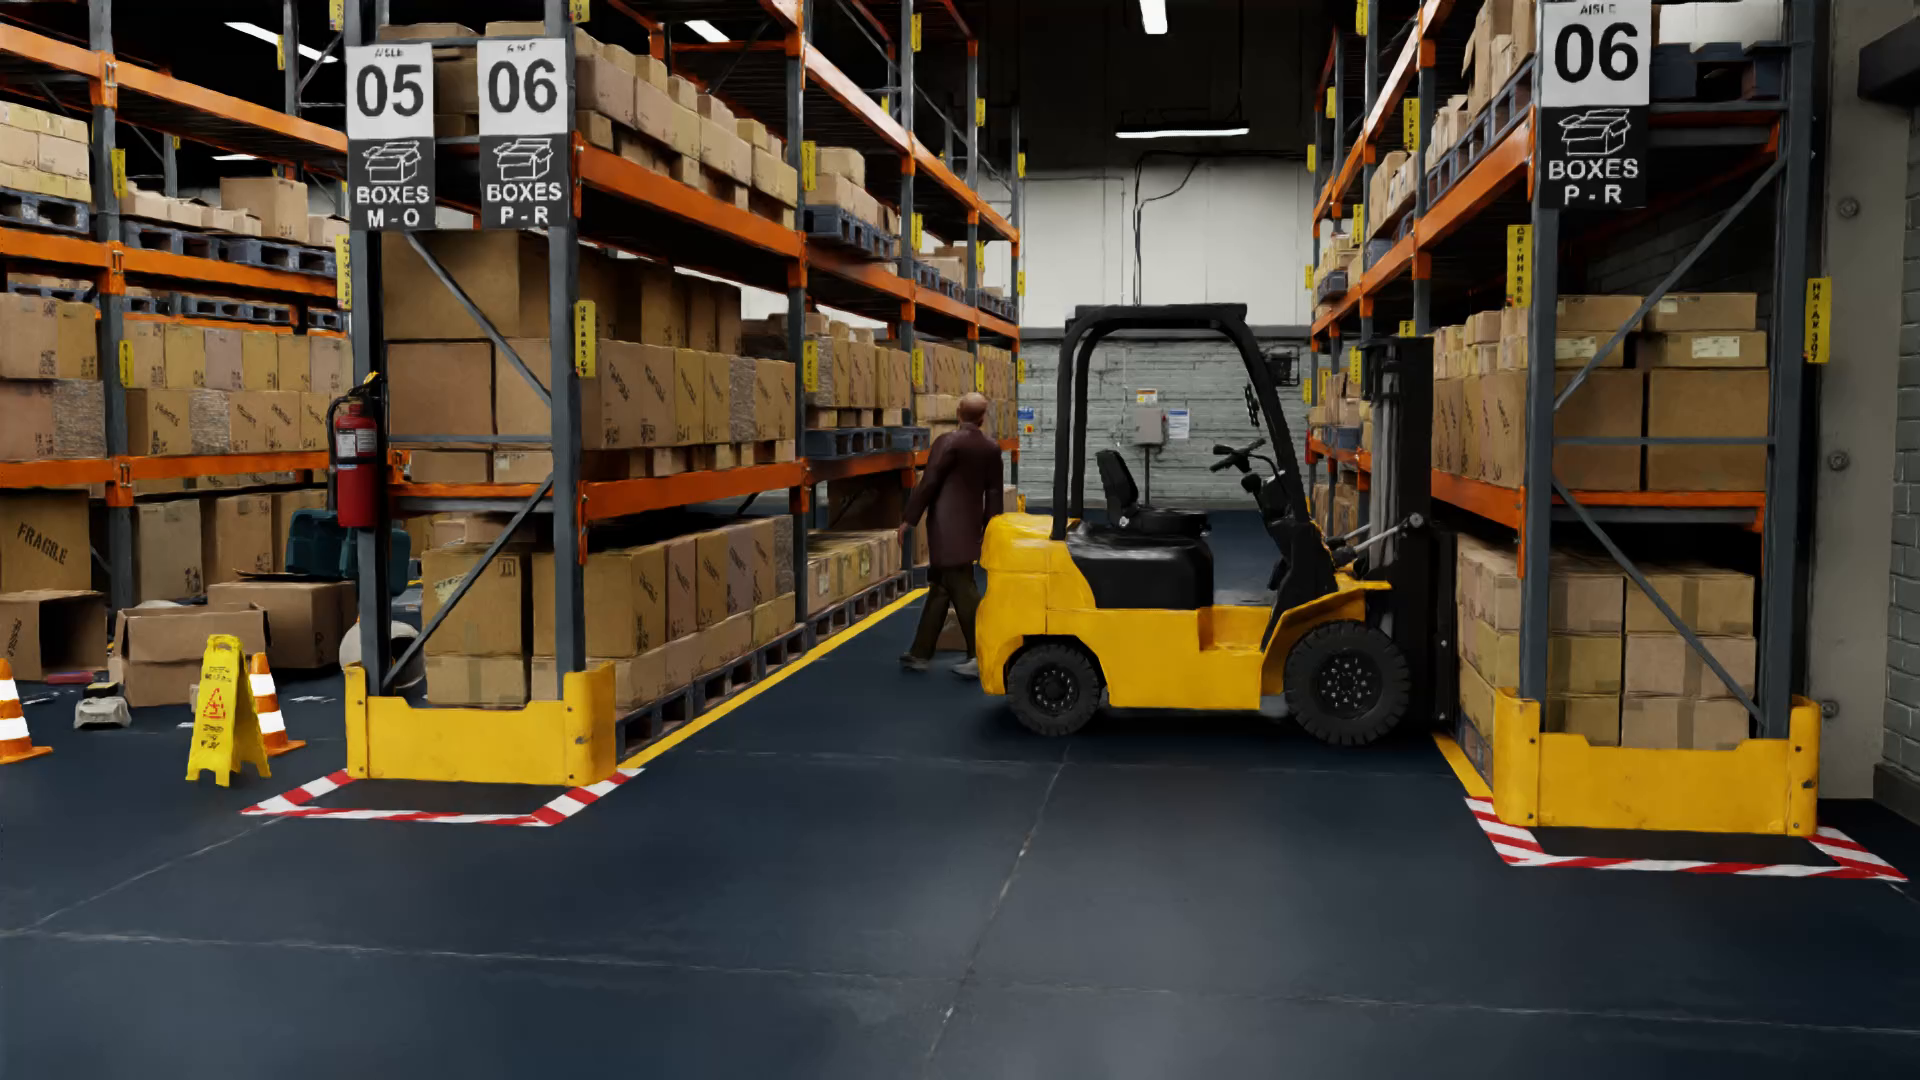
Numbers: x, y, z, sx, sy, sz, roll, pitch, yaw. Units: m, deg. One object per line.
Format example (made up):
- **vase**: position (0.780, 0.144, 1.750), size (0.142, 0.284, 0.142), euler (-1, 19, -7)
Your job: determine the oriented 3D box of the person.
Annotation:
- **person**: position (-0.047, -0.051, 10.373), size (0.764, 1.742, 0.617), euler (3, 5, 30)
